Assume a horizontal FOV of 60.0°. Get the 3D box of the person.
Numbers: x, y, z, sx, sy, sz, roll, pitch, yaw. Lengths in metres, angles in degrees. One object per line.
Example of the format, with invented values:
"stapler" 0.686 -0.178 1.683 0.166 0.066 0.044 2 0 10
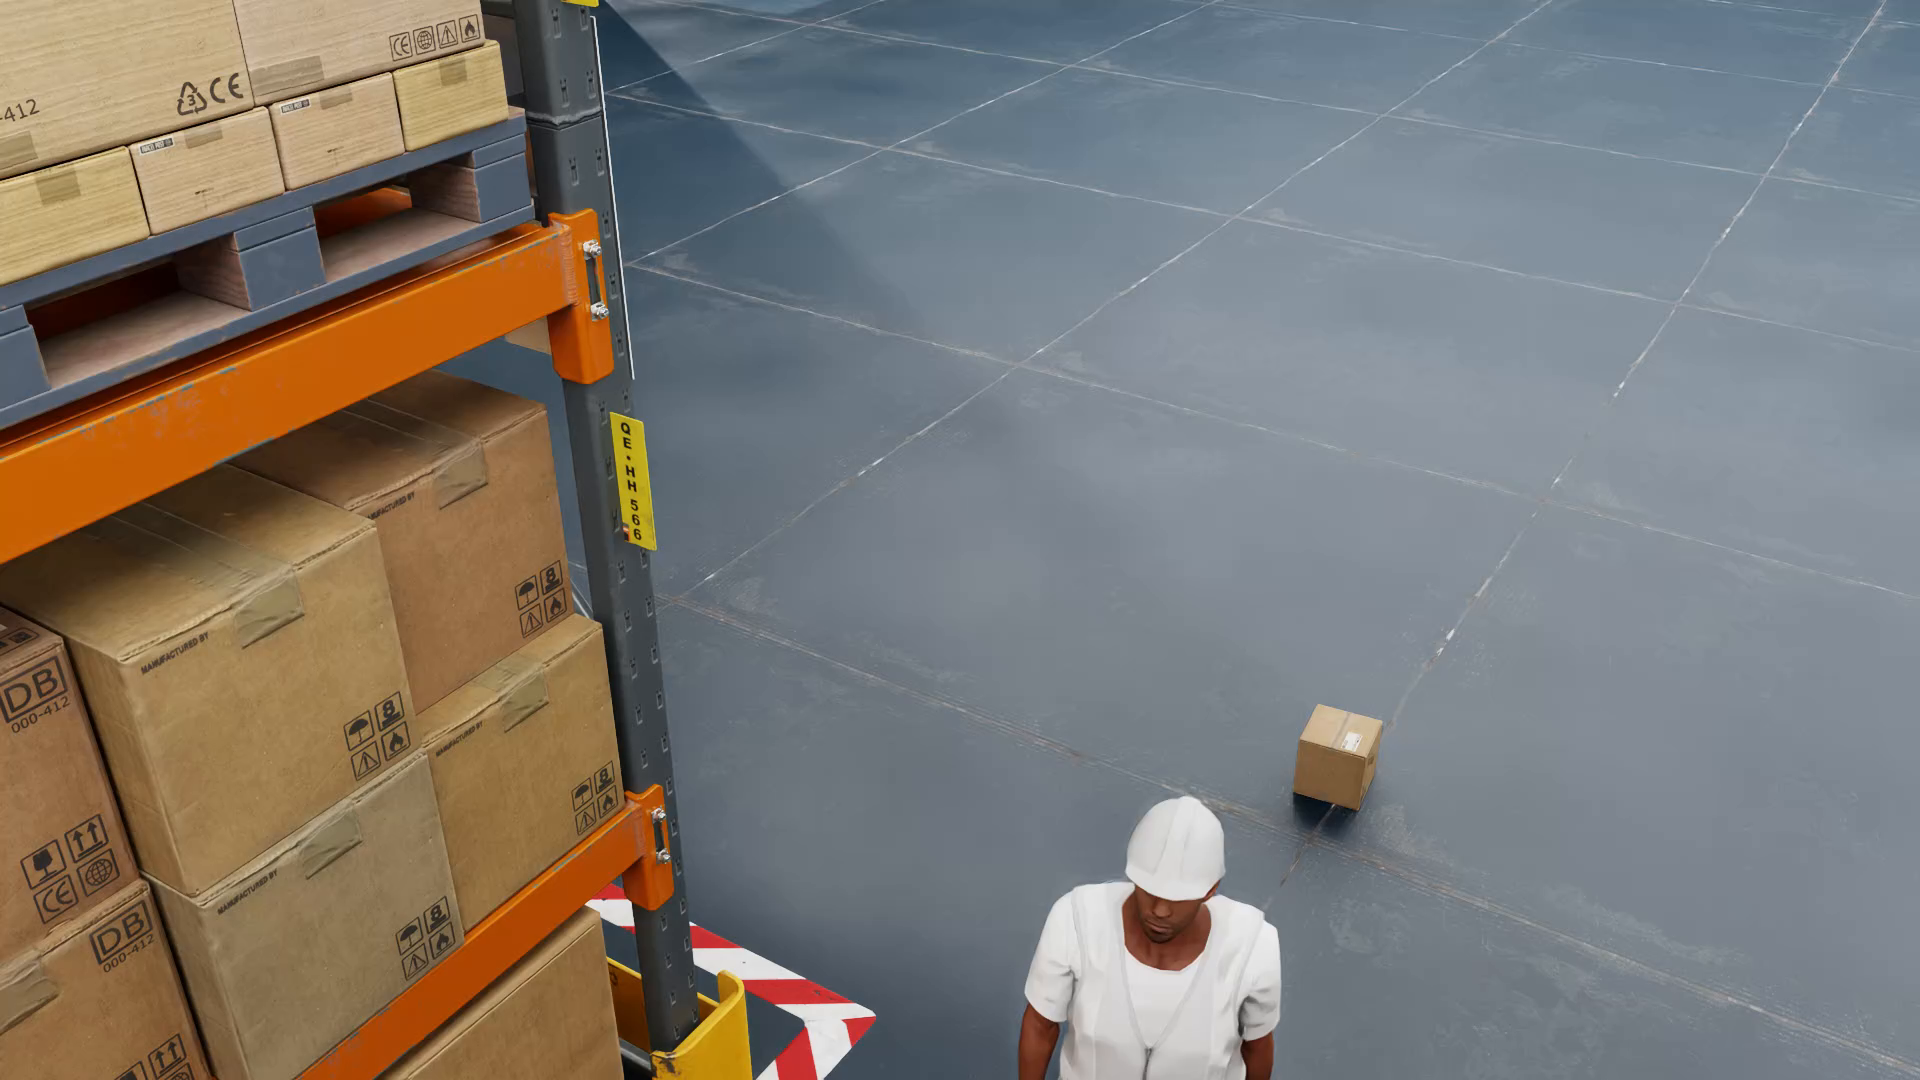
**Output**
"person" 0.423 1.300 3.869 0.575 1.741 0.842 7 31 12
